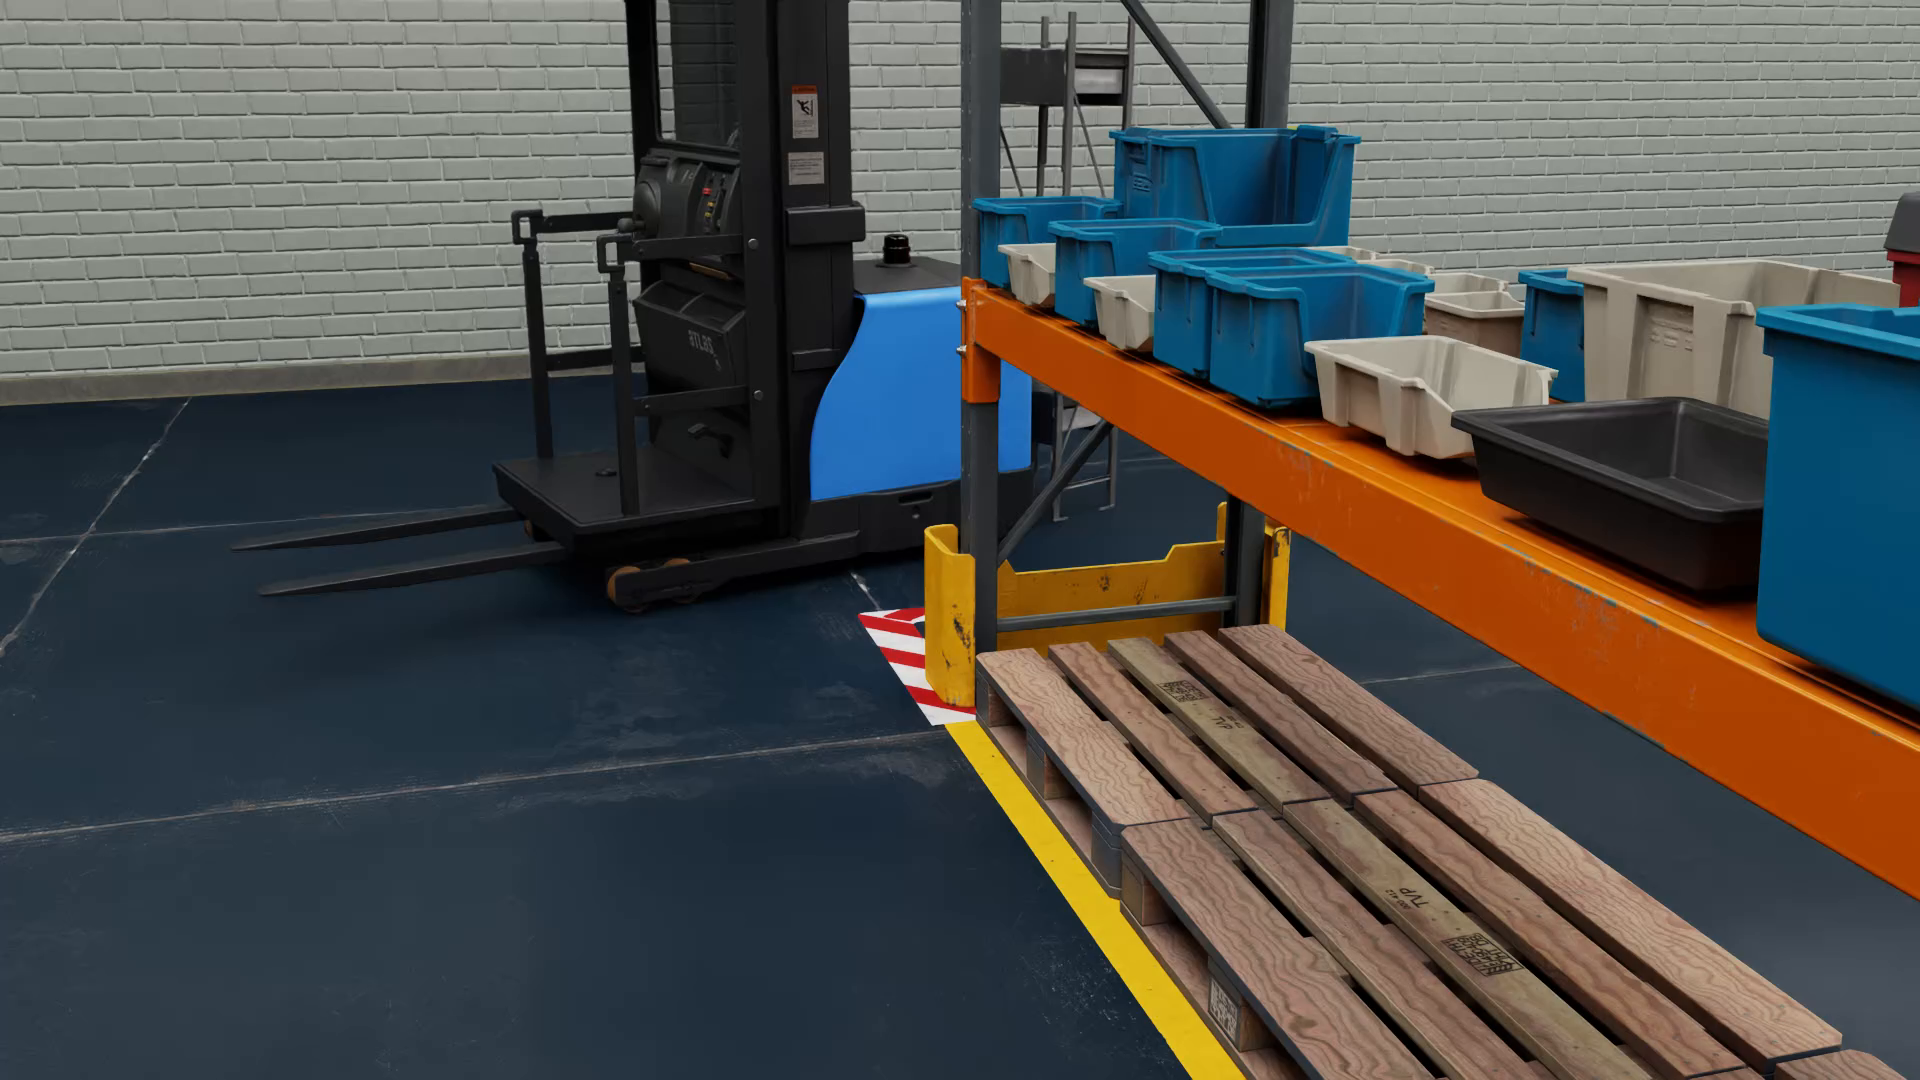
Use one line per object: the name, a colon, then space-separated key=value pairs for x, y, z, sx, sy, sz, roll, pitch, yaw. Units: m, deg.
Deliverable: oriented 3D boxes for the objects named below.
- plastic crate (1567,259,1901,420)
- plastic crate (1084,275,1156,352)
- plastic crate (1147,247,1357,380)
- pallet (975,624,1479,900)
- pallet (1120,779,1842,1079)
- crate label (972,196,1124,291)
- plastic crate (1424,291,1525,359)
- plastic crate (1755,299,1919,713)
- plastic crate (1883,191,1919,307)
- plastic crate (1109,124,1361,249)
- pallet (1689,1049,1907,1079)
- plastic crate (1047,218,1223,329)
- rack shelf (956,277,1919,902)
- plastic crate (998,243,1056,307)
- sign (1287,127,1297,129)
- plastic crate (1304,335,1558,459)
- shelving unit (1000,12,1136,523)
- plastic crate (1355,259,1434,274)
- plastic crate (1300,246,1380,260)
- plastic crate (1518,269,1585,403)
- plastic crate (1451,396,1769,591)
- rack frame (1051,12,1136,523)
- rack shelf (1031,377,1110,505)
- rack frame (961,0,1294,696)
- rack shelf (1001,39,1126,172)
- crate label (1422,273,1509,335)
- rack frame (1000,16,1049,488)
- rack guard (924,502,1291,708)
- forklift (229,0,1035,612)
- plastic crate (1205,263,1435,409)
plastic crate: x=1.356 y=-0.297 z=2.829 sx=0.437 sy=0.282 sz=0.530 roll=-5 pitch=17 yaw=-15
plastic crate: x=0.445 y=-0.520 z=3.823 sx=0.250 sy=0.136 sz=0.298 roll=-5 pitch=17 yaw=-15
plastic crate: x=0.612 y=-0.485 z=3.538 sx=0.416 sy=0.233 sz=0.300 roll=-5 pitch=17 yaw=-15
pallet: x=0.688 y=0.572 z=4.681 sx=1.003 sy=0.211 sz=1.213 roll=-5 pitch=17 yaw=-15
pallet: x=1.020 y=0.909 z=3.559 sx=1.003 sy=0.211 sz=1.213 roll=-5 pitch=17 yaw=-15
crate label: x=0.250 y=-0.849 z=4.750 sx=0.416 sy=0.233 sz=0.303 roll=-5 pitch=17 yaw=-15
plastic crate: x=1.162 y=-0.449 z=3.587 sx=0.298 sy=0.136 sz=0.250 roll=-5 pitch=17 yaw=-15
plastic crate: x=1.142 y=-0.011 z=1.699 sx=0.392 sy=0.384 sz=0.575 roll=-5 pitch=17 yaw=-15
plastic crate: x=1.594 y=-0.214 z=2.236 sx=0.402 sy=0.464 sz=0.583 roll=-5 pitch=17 yaw=-15
plastic crate: x=0.770 y=-0.962 z=4.776 sx=0.616 sy=0.435 sz=0.499 roll=-5 pitch=17 yaw=-15
pallet: x=1.359 y=1.247 z=2.434 sx=1.003 sy=0.211 sz=1.213 roll=-5 pitch=17 yaw=-15
plastic crate: x=0.431 y=-0.667 z=4.144 sx=0.416 sy=0.233 sz=0.300 roll=-5 pitch=17 yaw=-15
rack shelf: x=1.048 y=-0.097 z=3.311 sx=1.077 sy=0.370 sz=4.000 roll=-5 pitch=17 yaw=-15
plastic crate: x=0.259 y=-0.707 z=4.447 sx=0.250 sy=0.136 sz=0.298 roll=-5 pitch=17 yaw=-15
sign: x=1.023 y=-1.121 z=5.185 sx=0.100 sy=0.325 sz=0.005 roll=-5 pitch=17 yaw=-15
plastic crate: x=0.831 y=-0.248 z=2.919 sx=0.293 sy=0.136 sz=0.466 roll=-5 pitch=17 yaw=-15
shelving unit: x=0.390 y=-1.171 z=7.181 sx=0.431 sy=2.100 sz=0.503 roll=-14 pitch=22 yaw=-42
plastic crate: x=0.963 y=-0.604 z=4.104 sx=0.396 sy=0.136 sz=0.243 roll=-5 pitch=17 yaw=-15
plastic crate: x=0.897 y=-0.686 z=4.375 sx=0.396 sy=0.136 sz=0.243 roll=-5 pitch=17 yaw=-15
plastic crate: x=1.310 y=-0.395 z=3.241 sx=0.416 sy=0.233 sz=0.300 roll=-5 pitch=17 yaw=-15
plastic crate: x=1.032 y=-0.073 z=2.357 sx=0.437 sy=0.125 sz=0.590 roll=-5 pitch=17 yaw=-15
rack frame: x=0.560 y=-1.120 z=7.013 sx=0.400 sy=2.100 sz=0.015 roll=-14 pitch=22 yaw=-42
rack shelf: x=0.378 y=-0.484 z=7.374 sx=0.431 sy=0.518 sz=0.480 roll=-14 pitch=22 yaw=-42
rack frame: x=0.499 y=-0.995 z=5.049 sx=1.000 sy=3.000 sz=0.127 roll=-5 pitch=17 yaw=-15
rack shelf: x=0.402 y=-1.831 z=6.994 sx=0.431 sy=0.518 sz=0.480 roll=-14 pitch=22 yaw=-42
crate label: x=1.063 y=-0.529 z=3.854 sx=0.396 sy=0.136 sz=0.243 roll=-5 pitch=17 yaw=-15
rack frame: x=0.220 y=-1.221 z=7.348 sx=0.400 sy=2.100 sz=0.015 roll=-14 pitch=22 yaw=-42
rack guard: x=0.480 y=0.197 z=5.427 sx=1.175 sy=0.500 sz=0.348 roll=-5 pitch=17 yaw=-15
forklift: x=-1.218 y=-1.313 z=6.229 sx=3.031 sy=2.935 sz=1.130 roll=-10 pitch=19 yaw=-30
plastic crate: x=0.694 y=-0.402 z=3.262 sx=0.416 sy=0.233 sz=0.300 roll=-5 pitch=17 yaw=-15
